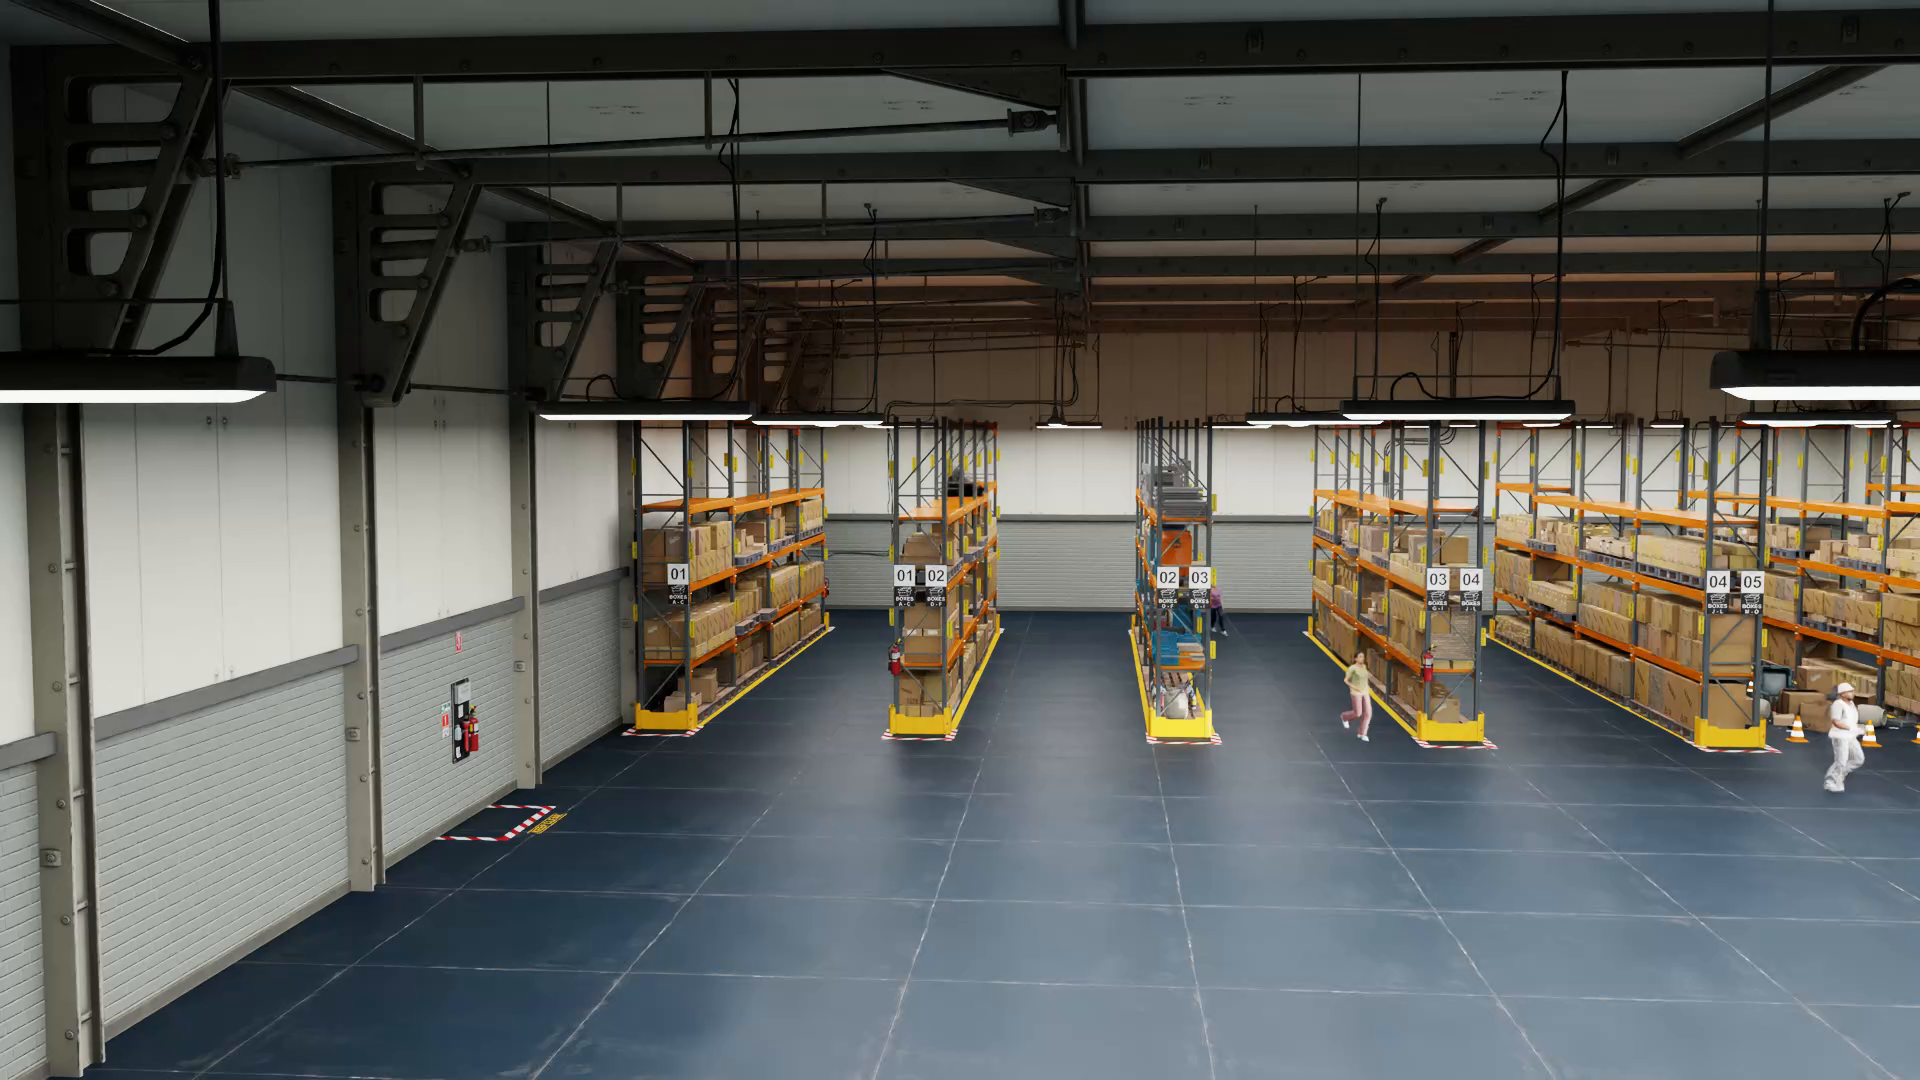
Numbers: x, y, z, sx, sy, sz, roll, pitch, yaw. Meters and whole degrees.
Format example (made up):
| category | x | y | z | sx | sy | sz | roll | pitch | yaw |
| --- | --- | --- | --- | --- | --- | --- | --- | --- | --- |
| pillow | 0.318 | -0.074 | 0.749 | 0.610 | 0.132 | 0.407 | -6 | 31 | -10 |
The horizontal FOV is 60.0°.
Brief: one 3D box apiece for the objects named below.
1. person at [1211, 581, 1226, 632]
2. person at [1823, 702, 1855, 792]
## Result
| category | x | y | z | sx | sy | sz | roll | pitch | yaw |
| --- | --- | --- | --- | --- | --- | --- | --- | --- | --- |
| person | 7.127 | 1.830 | 46.796 | 0.518 | 1.474 | 0.723 | -1 | 4 | -18 |
| person | 13.933 | 3.259 | 26.325 | 0.674 | 1.483 | 0.420 | -3 | 5 | -37 |
